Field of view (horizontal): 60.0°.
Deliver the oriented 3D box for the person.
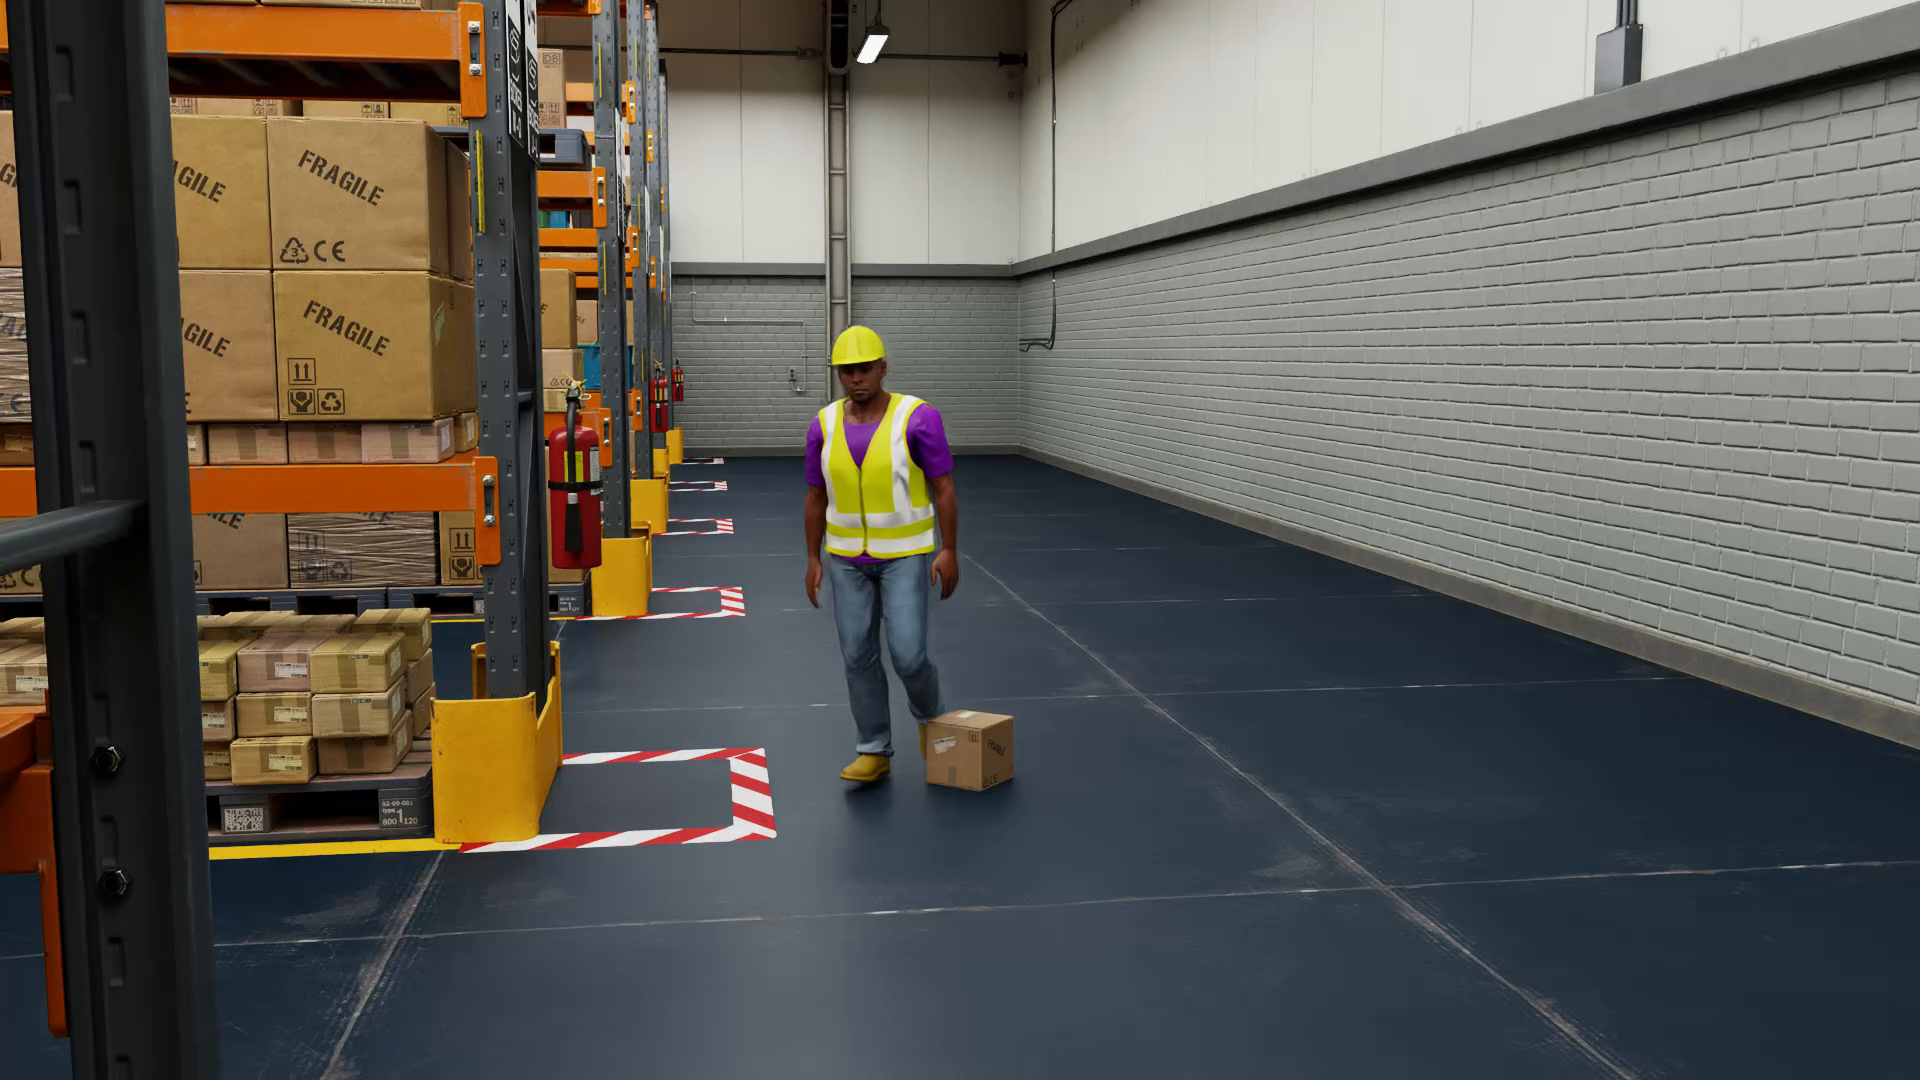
[{"bbox_3d":[-0.287,0.075,6.418,0.595,1.715,0.555,2,7,19],"label":"person"}]
